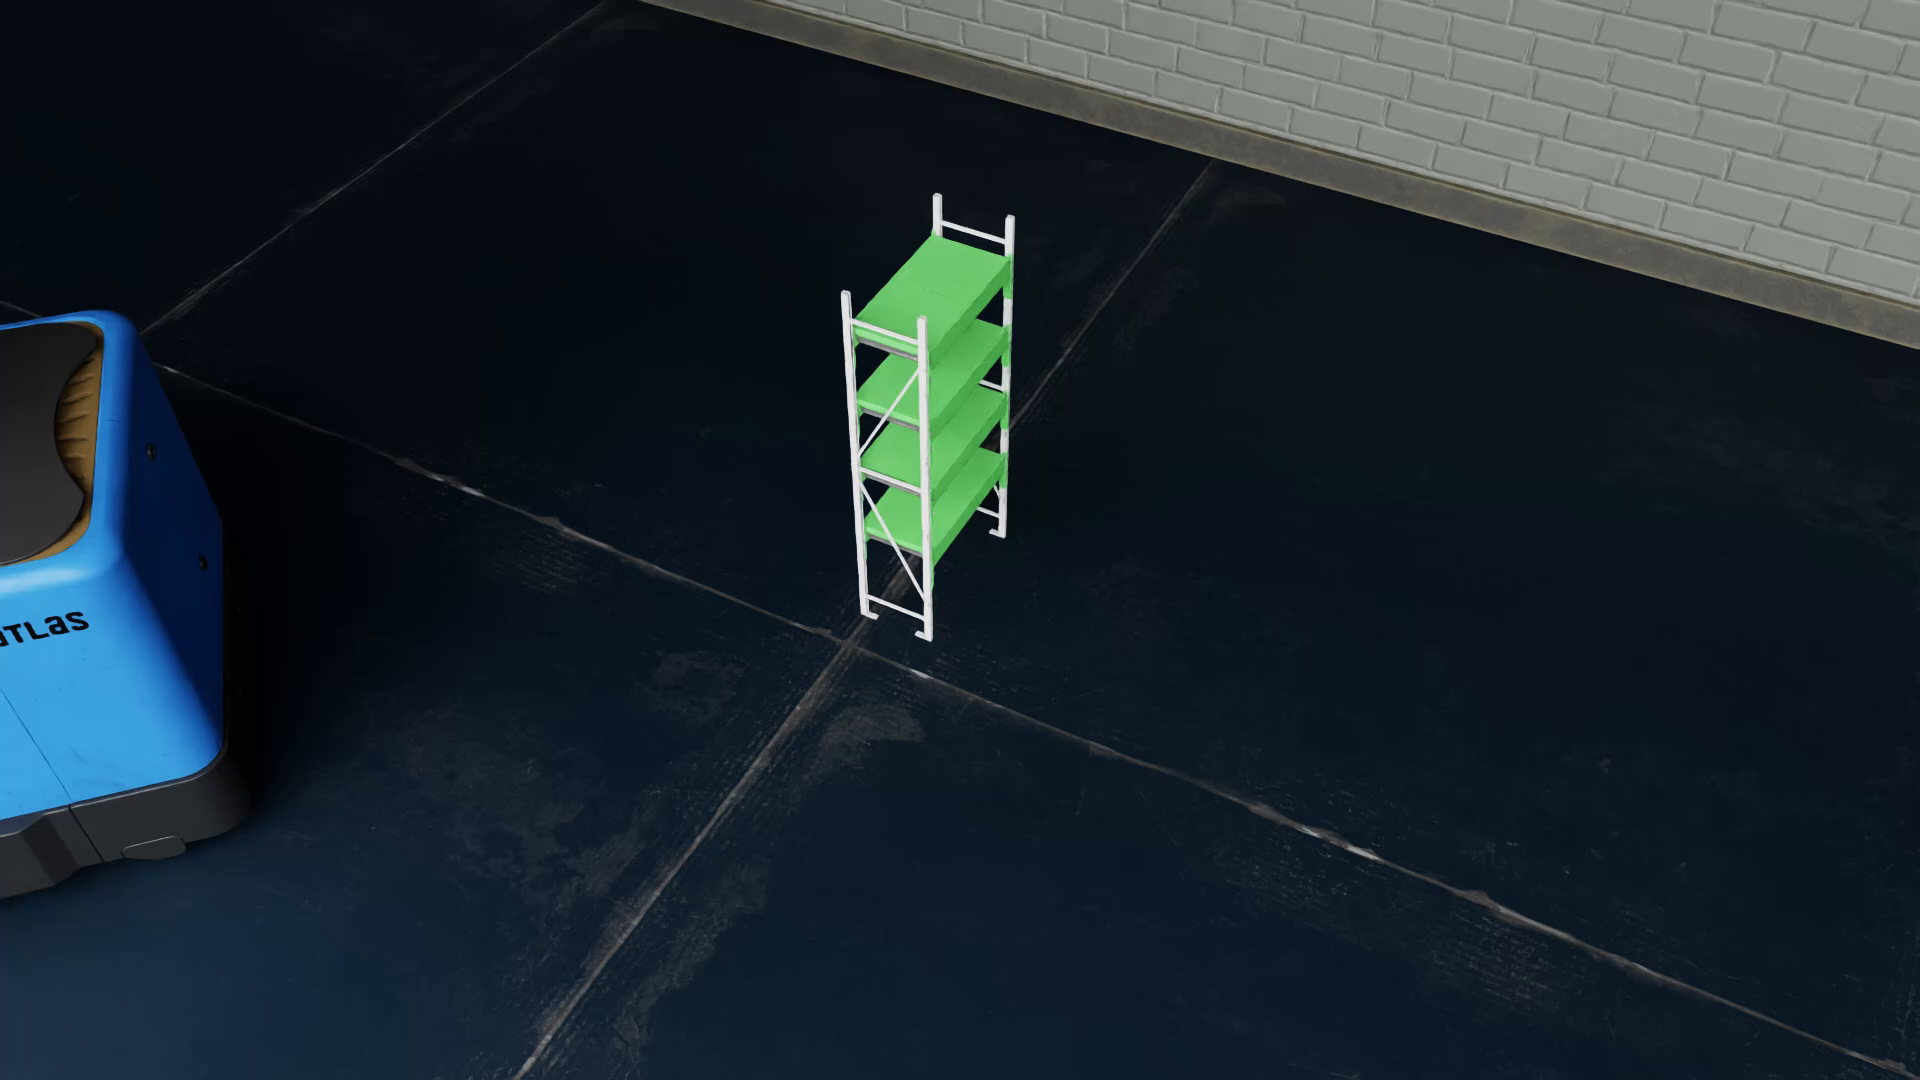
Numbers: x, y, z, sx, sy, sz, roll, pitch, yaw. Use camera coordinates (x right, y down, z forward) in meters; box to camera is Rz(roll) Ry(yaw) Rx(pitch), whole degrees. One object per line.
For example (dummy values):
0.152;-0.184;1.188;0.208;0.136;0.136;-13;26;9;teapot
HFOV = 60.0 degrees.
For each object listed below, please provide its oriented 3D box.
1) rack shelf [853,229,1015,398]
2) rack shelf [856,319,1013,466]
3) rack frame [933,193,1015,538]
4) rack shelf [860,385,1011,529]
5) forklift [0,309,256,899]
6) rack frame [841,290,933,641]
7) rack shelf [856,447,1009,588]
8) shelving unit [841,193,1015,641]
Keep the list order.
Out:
-0.077;-0.610;4.424;0.258;0.148;0.480;20;49;19;rack shelf
-0.077;-0.441;4.595;0.258;0.148;0.480;20;49;19;rack shelf
0.036;-0.471;4.872;0.240;1.200;0.015;20;49;19;rack frame
-0.077;-0.273;4.766;0.258;0.148;0.480;20;49;19;rack shelf
-3.463;-0.255;3.442;3.031;2.935;1.130;-13;47;-12;forklift
-0.190;-0.164;4.568;0.240;1.200;0.015;20;49;19;rack frame
-0.077;-0.104;4.936;0.258;0.148;0.480;20;49;19;rack shelf
-0.077;-0.317;4.720;0.258;1.200;0.503;20;49;19;shelving unit
